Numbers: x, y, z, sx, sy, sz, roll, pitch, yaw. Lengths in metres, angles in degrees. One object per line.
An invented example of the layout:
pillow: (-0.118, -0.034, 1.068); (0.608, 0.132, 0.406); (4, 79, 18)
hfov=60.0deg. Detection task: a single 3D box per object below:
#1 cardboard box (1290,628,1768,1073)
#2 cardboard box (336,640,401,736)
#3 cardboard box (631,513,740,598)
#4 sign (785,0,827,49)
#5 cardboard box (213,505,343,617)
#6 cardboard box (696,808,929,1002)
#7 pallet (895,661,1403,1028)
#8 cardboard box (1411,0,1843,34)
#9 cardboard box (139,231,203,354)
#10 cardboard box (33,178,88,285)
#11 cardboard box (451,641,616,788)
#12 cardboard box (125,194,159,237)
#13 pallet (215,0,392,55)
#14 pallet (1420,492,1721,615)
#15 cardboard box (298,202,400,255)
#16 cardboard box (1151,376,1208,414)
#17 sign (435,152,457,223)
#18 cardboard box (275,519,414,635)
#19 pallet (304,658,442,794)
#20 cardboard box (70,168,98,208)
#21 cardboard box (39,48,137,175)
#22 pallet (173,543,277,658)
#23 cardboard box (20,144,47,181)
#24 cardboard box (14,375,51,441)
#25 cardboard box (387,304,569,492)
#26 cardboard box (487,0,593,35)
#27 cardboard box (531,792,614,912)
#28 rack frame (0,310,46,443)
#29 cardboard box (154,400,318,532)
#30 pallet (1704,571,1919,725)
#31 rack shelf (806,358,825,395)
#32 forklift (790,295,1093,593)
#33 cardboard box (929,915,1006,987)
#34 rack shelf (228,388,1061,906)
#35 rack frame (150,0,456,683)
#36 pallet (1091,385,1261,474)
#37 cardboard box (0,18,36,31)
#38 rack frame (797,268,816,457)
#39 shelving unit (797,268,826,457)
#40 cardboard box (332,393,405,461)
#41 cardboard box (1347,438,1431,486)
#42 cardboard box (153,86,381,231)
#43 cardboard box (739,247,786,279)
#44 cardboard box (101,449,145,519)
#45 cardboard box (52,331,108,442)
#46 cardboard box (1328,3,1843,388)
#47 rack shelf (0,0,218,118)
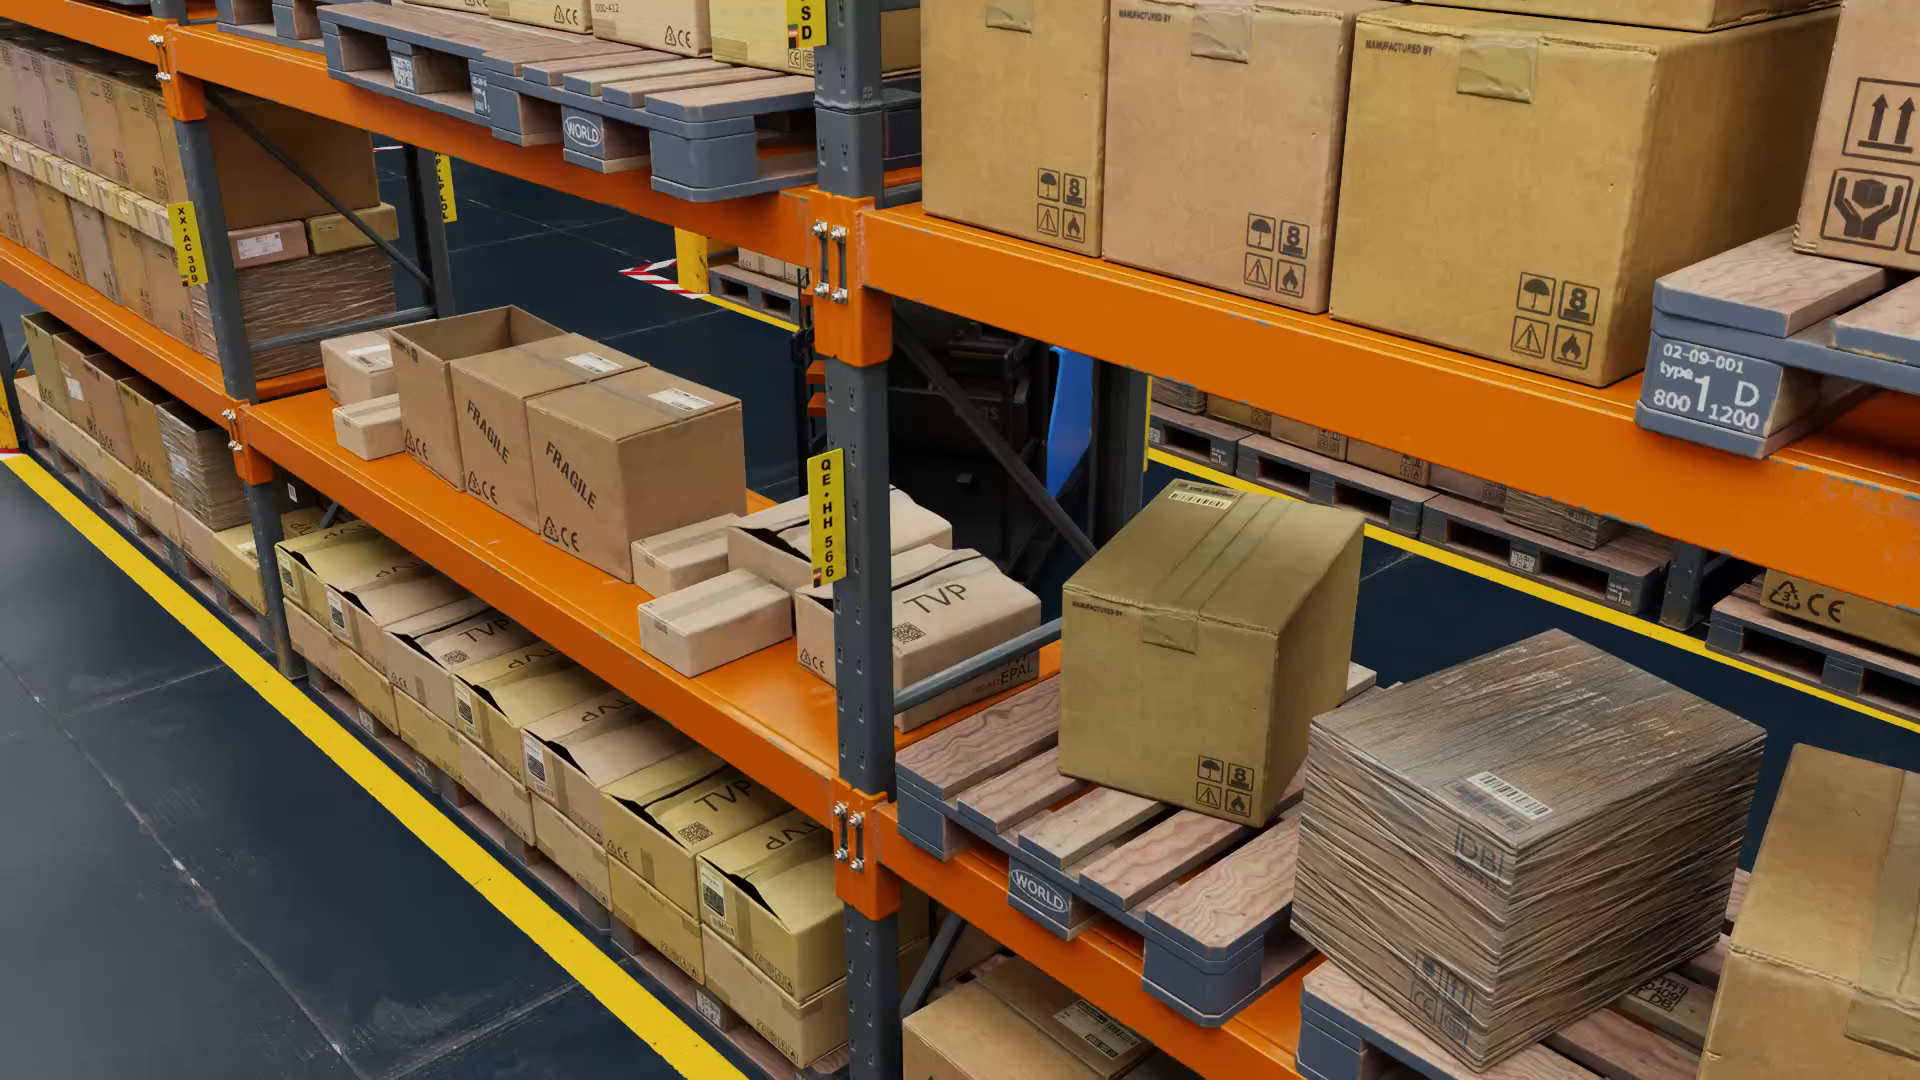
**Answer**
cardboard box: (1.095, 0.574, 3.252); (0.700, 0.500, 0.500); (-15, 28, -29)
cardboard box: (-2.195, 0.516, 6.812); (0.500, 0.250, 0.500); (-20, 31, -37)
cardboard box: (-0.817, 0.064, 5.299); (0.380, 0.149, 0.250); (-18, 30, -35)
sign: (-0.315, -1.161, 3.349); (0.100, 0.325, 0.005); (-21, 32, -38)
cardboard box: (-3.114, 0.090, 7.747); (0.500, 0.250, 0.500); (-21, 32, -38)
cardboard box: (-0.442, 1.036, 4.996); (0.500, 0.311, 0.500); (-20, 31, -37)
pallet: (0.611, 0.593, 4.068); (1.213, 0.211, 1.003); (-21, 32, -38)
cardboard box: (1.087, -1.102, 2.613); (0.500, 0.500, 0.500); (-21, 32, -38)
cardboard box: (-3.311, -1.228, 7.707); (0.700, 0.500, 0.500); (-22, 32, -39)
cardboard box: (-4.364, -1.694, 8.730); (0.700, 0.500, 0.500); (-21, 32, -38)
cardboard box: (-1.485, 0.574, 6.009); (0.500, 0.311, 0.500); (-20, 31, -37)
cardboard box: (-3.509, -1.487, 7.495); (0.380, 0.149, 0.250); (-21, 32, -39)
pallet: (-2.025, -1.906, 5.930); (1.217, 0.209, 0.805); (22, 33, 40)
pallet: (3.177, -0.055, 8.616); (1.003, 0.211, 1.213); (-21, 32, -38)
cardboard box: (-2.680, -1.369, 7.235); (0.380, 0.149, 0.250); (-21, 32, -39)
cardboard box: (1.491, -1.143, 10.123); (0.700, 0.500, 0.500); (-20, 31, -37)
sign: (-2.248, -1.540, 7.211); (0.100, 0.325, 0.005); (-21, 32, -38)
cardboard box: (-2.537, 0.109, 7.029); (0.500, 0.311, 0.500); (-21, 32, -38)
pallet: (-2.106, 0.589, 7.205); (1.003, 0.211, 1.213); (-21, 32, -38)
cardboard box: (-4.030, -1.719, 8.002); (0.380, 0.149, 0.250); (-20, 31, -37)
cardboard box: (-3.975, -2.116, 8.092); (0.700, 0.500, 0.500); (-21, 32, -38)
pallet: (-3.151, 0.124, 8.224); (1.003, 0.211, 1.213); (-21, 32, -38)
cardboard box: (-4.554, -1.952, 8.513); (0.250, 0.149, 0.380); (23, 33, 40)
cardboard box: (-5.168, -0.818, 9.736); (0.500, 0.250, 0.500); (-21, 32, -38)
cardboard box: (-1.765, -0.540, 6.200); (0.500, 0.500, 0.500); (-19, 30, -35)
cardboard box: (-1.009, -1.619, 4.746); (0.500, 0.250, 0.500); (-22, 32, -39)
cardboard box: (-1.138, 0.981, 5.792); (0.500, 0.250, 0.500); (-20, 31, -37)
rack frame: (-5.372, -2.104, 9.747); (1.000, 3.000, 0.127); (-21, 32, -38)
cardboard box: (-3.448, -0.406, 7.930); (0.500, 0.500, 0.500); (-21, 32, -38)
pallet: (4.193, 0.442, 7.526); (1.003, 0.211, 1.213); (-21, 32, -38)
rack shelf: (-0.630, -0.919, 9.482); (0.480, 0.148, 0.258); (3, 25, 6)
forklift: (-0.185, -1.083, 7.594); (1.130, 2.935, 3.031); (7, 26, 15)
cardboard box: (-0.047, 1.138, 5.449); (0.500, 0.250, 0.500); (-21, 32, -39)
rack shelf: (-1.271, 0.041, 5.912); (1.077, 0.370, 4.000); (-21, 32, -38)
rack frame: (-2.638, -0.892, 7.091); (1.000, 3.000, 0.127); (-21, 32, -38)
pallet: (1.509, -0.794, 10.236); (1.003, 0.211, 1.213); (-21, 32, -38)
cardboard box: (-5.026, -2.578, 9.104); (0.700, 0.500, 0.500); (-21, 32, -38)
rack frame: (-0.873, -0.993, 9.480); (0.015, 1.200, 0.240); (3, 25, 6)
shelving unit: (-0.630, -0.981, 9.454); (0.503, 1.200, 0.258); (3, 25, 6)
cardboard box: (-2.181, -0.451, 6.428); (0.380, 0.149, 0.250); (-21, 32, -38)
cardboard box: (2.552, -0.684, 9.117); (0.700, 0.500, 0.500); (-21, 32, -39)
cardboard box: (-2.946, -1.660, 7.092); (0.700, 0.500, 0.500); (-21, 32, -38)
cardboard box: (-1.351, -2.252, 12.782); (0.500, 0.311, 0.500); (19, 31, 36)
cardboard box: (-4.144, -0.363, 8.739); (0.500, 0.250, 0.500); (-21, 32, -38)
cardboard box: (-4.473, -0.861, 8.926); (0.500, 0.500, 0.500); (-21, 32, -38)
cardboard box: (1.123, -0.656, 2.838); (0.910, 0.500, 0.500); (-21, 32, -38)
rack shelf: (-4.005, -2.535, 7.946); (1.077, 0.370, 4.000); (-21, 32, -38)
